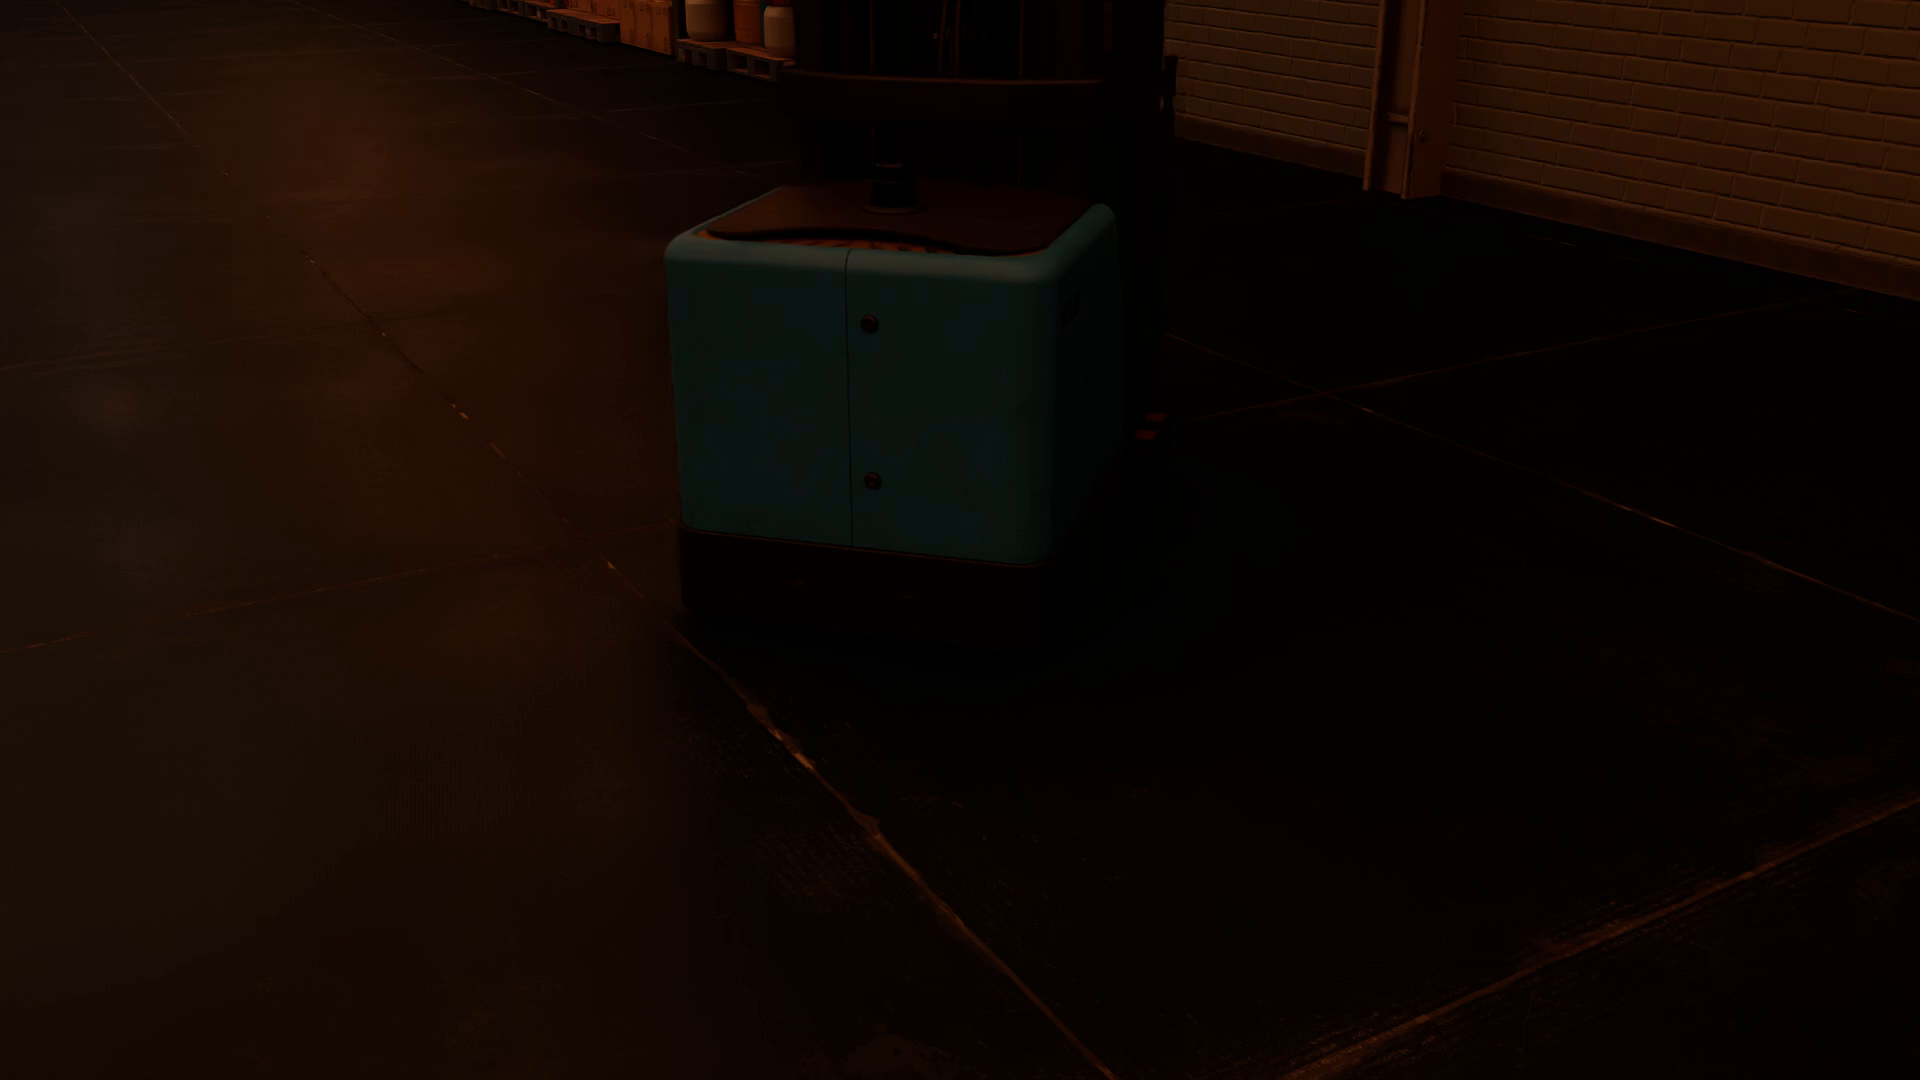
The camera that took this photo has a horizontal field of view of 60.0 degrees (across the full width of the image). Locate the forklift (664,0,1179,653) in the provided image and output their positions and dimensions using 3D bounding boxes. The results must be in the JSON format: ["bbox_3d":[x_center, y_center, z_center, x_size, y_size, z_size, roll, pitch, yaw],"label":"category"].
[{"bbox_3d":[0.127,-1.599,5.170,1.130,2.935,3.031,6,23,14],"label":"forklift"}]
